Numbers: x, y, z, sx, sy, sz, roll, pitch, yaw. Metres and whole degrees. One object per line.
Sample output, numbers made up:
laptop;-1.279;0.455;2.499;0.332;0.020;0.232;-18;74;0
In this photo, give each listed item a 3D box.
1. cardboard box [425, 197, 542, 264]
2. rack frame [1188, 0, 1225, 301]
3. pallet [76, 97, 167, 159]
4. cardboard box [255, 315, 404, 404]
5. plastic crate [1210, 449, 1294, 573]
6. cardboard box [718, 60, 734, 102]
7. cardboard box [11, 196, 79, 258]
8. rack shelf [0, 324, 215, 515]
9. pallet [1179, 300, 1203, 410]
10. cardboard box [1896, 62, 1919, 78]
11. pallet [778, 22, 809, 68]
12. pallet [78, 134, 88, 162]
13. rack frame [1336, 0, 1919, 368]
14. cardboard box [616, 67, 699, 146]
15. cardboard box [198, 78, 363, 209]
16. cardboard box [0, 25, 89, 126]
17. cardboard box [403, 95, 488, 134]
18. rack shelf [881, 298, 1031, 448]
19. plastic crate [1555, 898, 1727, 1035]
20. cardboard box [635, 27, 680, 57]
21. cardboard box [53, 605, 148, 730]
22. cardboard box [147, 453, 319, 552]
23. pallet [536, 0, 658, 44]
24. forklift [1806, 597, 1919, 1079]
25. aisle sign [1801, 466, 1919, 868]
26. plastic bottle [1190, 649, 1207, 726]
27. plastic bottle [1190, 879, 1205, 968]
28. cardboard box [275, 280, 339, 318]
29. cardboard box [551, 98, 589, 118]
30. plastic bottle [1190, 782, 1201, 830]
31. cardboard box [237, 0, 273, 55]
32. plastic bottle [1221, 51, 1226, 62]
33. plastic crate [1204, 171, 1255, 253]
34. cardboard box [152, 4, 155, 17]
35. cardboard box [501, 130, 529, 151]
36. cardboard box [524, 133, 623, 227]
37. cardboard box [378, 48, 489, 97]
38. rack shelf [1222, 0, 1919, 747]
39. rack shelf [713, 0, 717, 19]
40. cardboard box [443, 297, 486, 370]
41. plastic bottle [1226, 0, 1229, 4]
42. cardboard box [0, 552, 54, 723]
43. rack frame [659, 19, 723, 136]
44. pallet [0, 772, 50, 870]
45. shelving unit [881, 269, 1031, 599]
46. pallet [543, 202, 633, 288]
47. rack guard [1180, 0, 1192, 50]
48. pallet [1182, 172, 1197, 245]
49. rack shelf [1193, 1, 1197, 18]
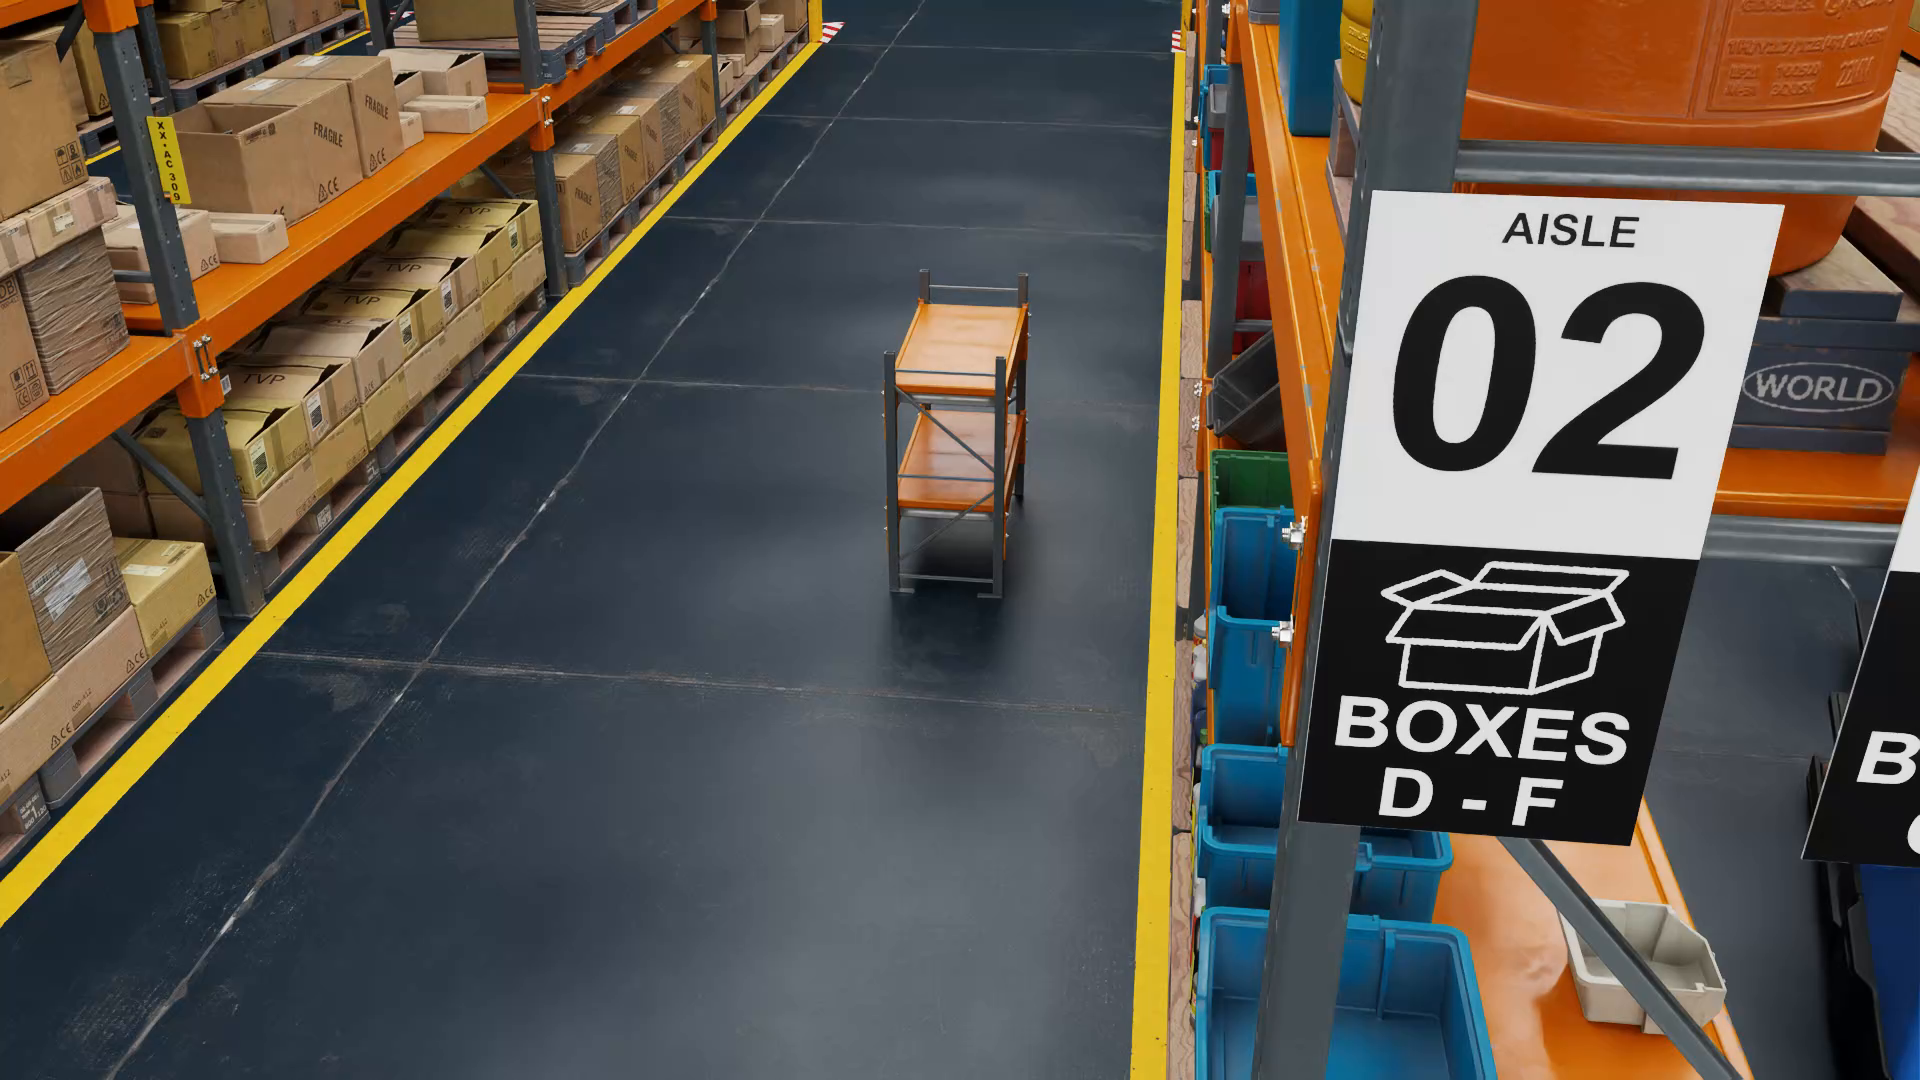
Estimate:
cardboard box;-2.843;-1.879;9.940;0.500;0.311;0.500;4;29;8
rack frame;1.893;-2.629;9.468;1.000;3.000;0.127;3;28;6
pallet;-7.469;-3.493;14.010;1.003;0.211;1.213;3;28;6
cardboard box;-3.087;-0.916;8.153;0.500;0.311;0.500;2;28;5
plastic crate;0.956;-0.030;4.867;0.450;0.188;0.662;3;28;6
cardboard box;-2.267;-3.997;14.377;0.500;0.311;0.500;3;28;6
cardboard box;-3.366;-1.109;5.856;0.380;0.149;0.250;3;28;5
rack shelf;-3.758;0.222;4.933;1.077;0.370;4.000;3;28;6
pallet;1.759;-1.039;9.456;1.003;0.211;1.213;3;28;6
cardboard box;7.131;-2.751;11.490;1.225;0.875;0.875;2;28;4
pallet;-2.149;-5.046;16.893;1.003;0.211;1.213;3;28;6
pallet;-7.616;-2.917;12.941;1.003;0.211;1.213;3;28;6
rack frame;0.912;-1.505;1.055;1.000;3.000;0.127;3;28;6
cardboard box;-2.378;-3.414;13.095;0.500;0.500;0.500;3;29;6
cardboard box;-3.277;-1.924;8.054;0.500;0.500;0.500;3;28;6
cardboard box;-7.506;-3.594;13.083;0.750;0.750;0.750;4;29;8
cardboard box;-2.859;-2.369;9.249;0.380;0.149;0.250;3;28;6
rack shelf;0.001;-0.756;7.350;0.538;0.278;1.000;3;28;6
plastic crate;1.341;0.850;3.287;0.298;0.136;0.250;3;28;6
cardboard box;-2.745;-4.180;14.517;0.500;0.500;0.500;3;28;6
cardboard box;-3.424;0.456;6.198;0.500;0.250;0.500;3;28;6
cardboard box;-3.218;-0.186;7.388;0.500;0.250;0.500;3;28;5
pallet;-2.789;-3.750;11.750;1.003;0.211;1.213;3;28;6
forklift;3.471;-0.131;4.903;1.130;2.935;3.031;10;30;18
aisle sign;1.194;0.043;1.767;0.394;0.787;0.004;3;28;6
plastic bottle;0.916;0.537;5.998;0.152;0.276;0.135;4;29;8
plastic bottle;0.760;1.135;4.888;0.152;0.276;0.135;4;29;7
cardboard box;-3.562;-1.181;8.644;0.500;0.311;0.500;3;28;6
cardboard box;-3.020;-2.957;12.247;0.500;0.500;0.500;2;28;4
plastic bottle;0.811;0.869;5.462;0.097;0.201;0.097;0;28;0
cardboard box;-7.126;-4.996;16.054;0.700;0.500;0.500;4;29;7
plastic bottle;1.579;-2.919;10.215;0.097;0.201;0.097;0;28;0
plastic crate;1.336;-1.489;7.575;0.450;0.188;0.662;3;28;6
cardboard box;-7.471;-4.747;14.908;0.380;0.149;0.250;3;28;6
cardboard box;-3.139;-2.823;11.208;0.500;0.250;0.500;4;29;8
cardboard box;-2.625;-2.456;11.319;0.500;0.500;0.500;2;28;4
cardboard box;-3.111;-2.711;9.713;0.500;0.311;0.500;5;29;9
rack shelf;1.157;-0.809;3.684;1.077;0.370;4.000;3;28;6
rack shelf;-2.288;-5.426;15.418;1.077;0.370;4.000;3;28;6
cardboard box;-2.970;-1.152;9.182;0.500;0.250;0.500;4;29;7
plastic bottle;1.759;-3.583;11.290;0.144;0.351;0.185;3;28;6
cardboard box;-3.483;0.361;5.583;0.500;0.500;0.500;3;28;6
rack frame;-2.533;-4.802;13.500;1.000;3.000;0.127;3;28;6
pallet;-3.799;1.139;5.412;1.003;0.211;1.213;3;28;6
shelving unit;0.001;-0.498;7.489;0.538;1.125;1.048;3;28;6
pallet;-2.894;-2.040;11.315;1.003;0.211;1.213;3;28;6
rack guard;2.863;-5.306;17.073;1.175;0.500;0.348;3;28;6
pallet;2.100;-2.348;11.885;1.003;0.211;1.213;3;28;6
rack shelf;2.628;-5.137;14.881;1.077;0.370;4.000;3;28;6
